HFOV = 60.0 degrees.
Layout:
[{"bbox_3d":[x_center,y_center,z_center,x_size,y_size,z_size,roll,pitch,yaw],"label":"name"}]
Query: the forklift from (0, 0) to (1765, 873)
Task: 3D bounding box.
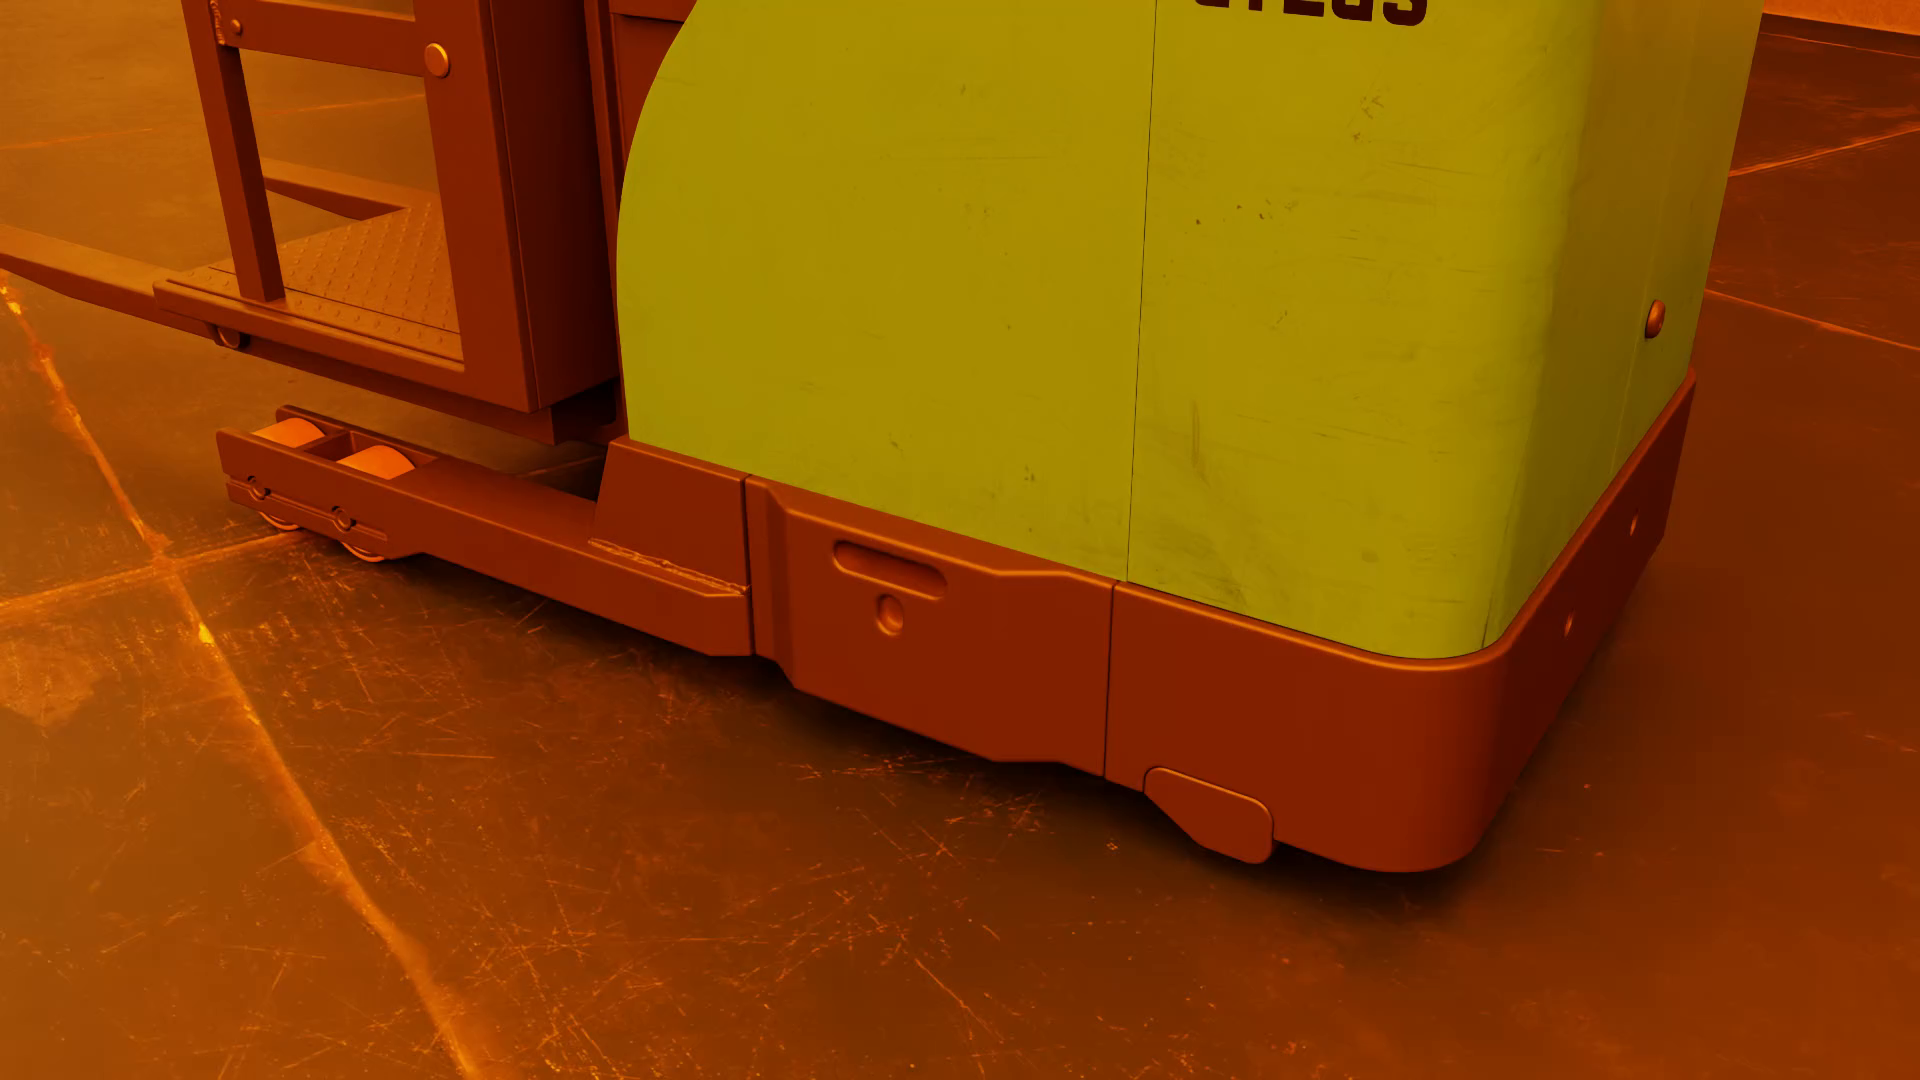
[{"bbox_3d":[-0.511,-1.459,2.139,3.031,2.935,1.130,16,31,29],"label":"forklift"}]
